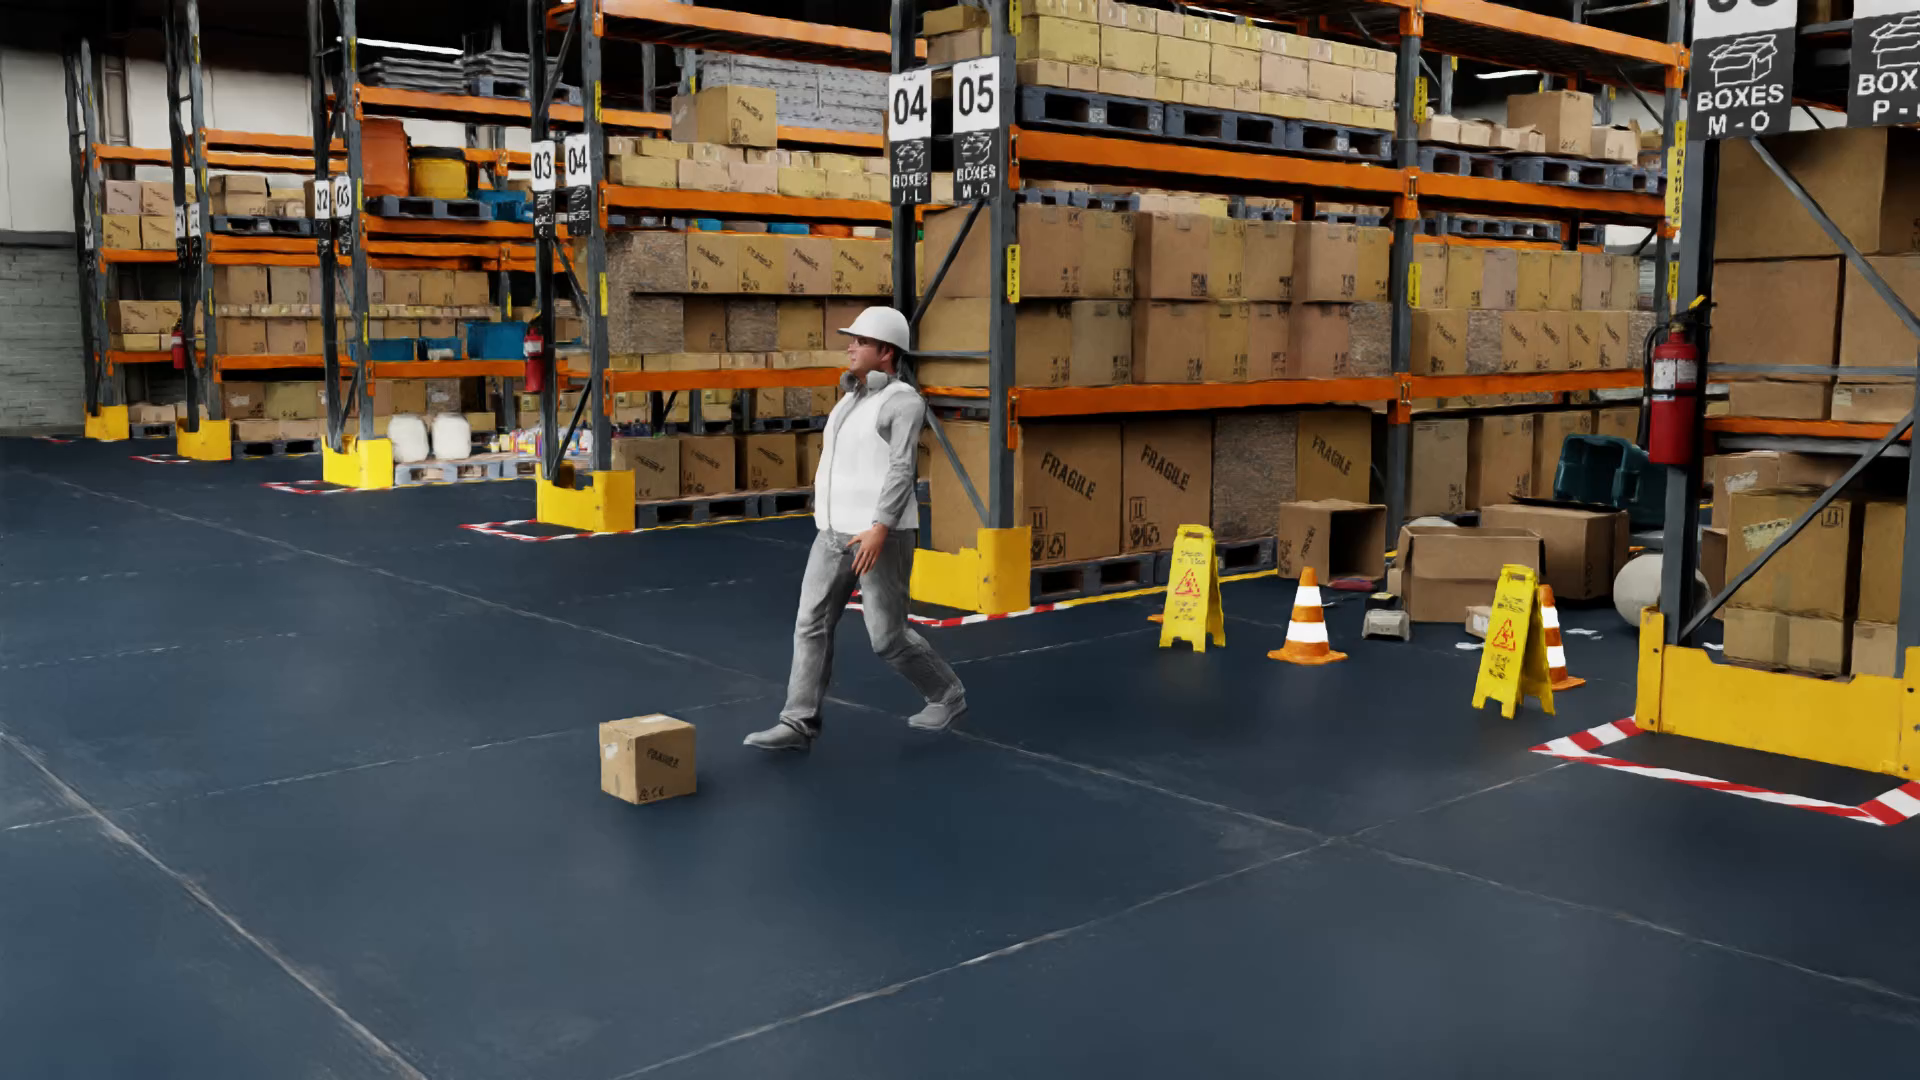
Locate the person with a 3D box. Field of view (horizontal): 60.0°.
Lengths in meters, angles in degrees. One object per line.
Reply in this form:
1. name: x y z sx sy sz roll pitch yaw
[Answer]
1. person: -0.406 -0.035 6.486 0.894 1.744 0.538 -6 10 -41
